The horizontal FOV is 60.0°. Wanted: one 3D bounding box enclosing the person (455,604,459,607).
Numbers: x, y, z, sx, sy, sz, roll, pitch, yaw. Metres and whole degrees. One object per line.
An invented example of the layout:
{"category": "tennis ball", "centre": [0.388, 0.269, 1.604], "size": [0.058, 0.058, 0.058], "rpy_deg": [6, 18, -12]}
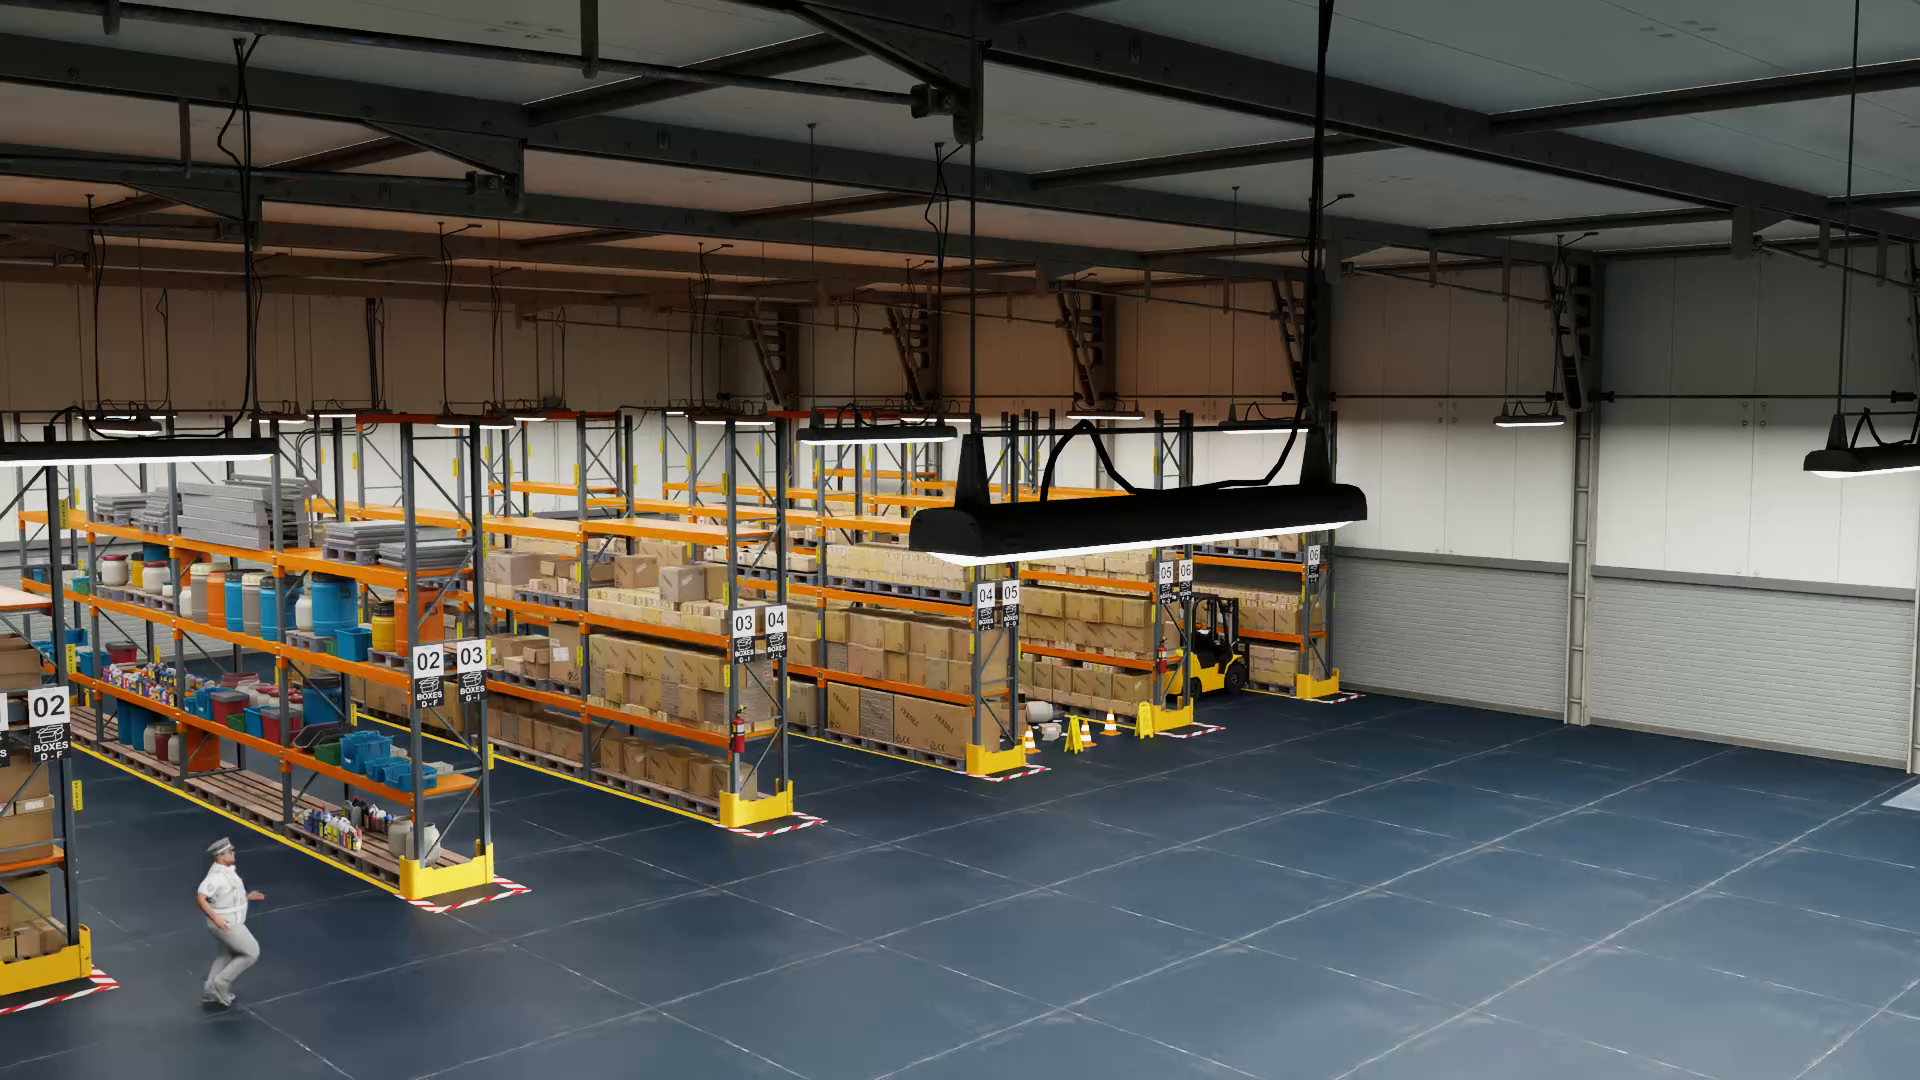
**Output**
{"category": "person", "centre": [-11.365, 2.246, 37.674], "size": [0.586, 1.641, 0.577], "rpy_deg": [-2, 5, -21]}

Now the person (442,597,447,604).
{"category": "person", "centre": [-12.056, 2.145, 38.422], "size": [0.656, 1.645, 0.913], "rpy_deg": [0, 5, 4]}

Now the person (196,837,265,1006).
{"category": "person", "centre": [-7.564, 3.950, 17.272], "size": [0.653, 1.742, 0.649], "rpy_deg": [-2, 5, -21]}
